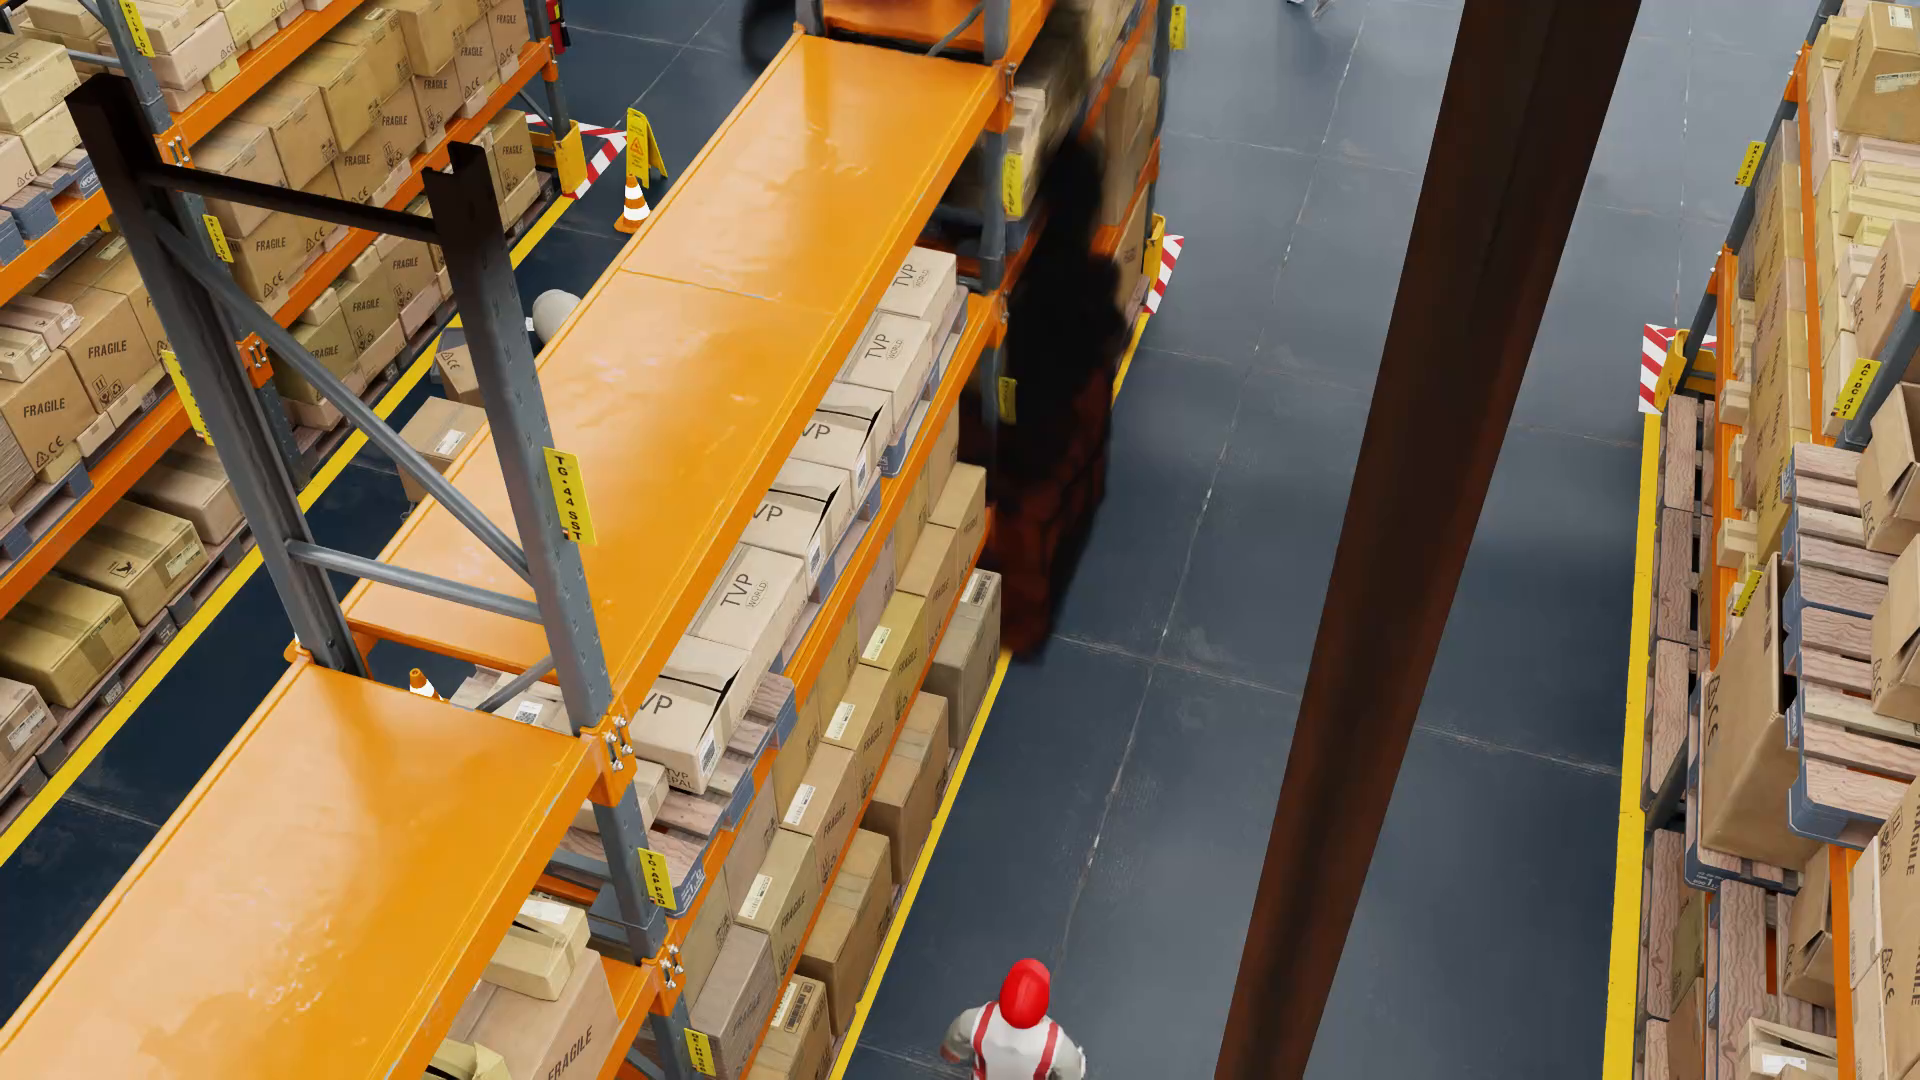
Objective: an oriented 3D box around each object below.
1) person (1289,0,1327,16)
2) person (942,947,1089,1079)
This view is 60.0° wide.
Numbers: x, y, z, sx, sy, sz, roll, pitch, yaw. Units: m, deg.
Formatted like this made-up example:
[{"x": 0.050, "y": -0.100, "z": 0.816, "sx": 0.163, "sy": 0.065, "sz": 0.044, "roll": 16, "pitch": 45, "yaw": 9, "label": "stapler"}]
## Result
[{"x": 3.331, "y": -5.751, "z": 15.571, "sx": 0.675, "sy": 1.687, "sz": 0.821, "roll": -25, "pitch": 51, "yaw": -22, "label": "person"}, {"x": 0.264, "y": 2.348, "z": 7.331, "sx": 0.636, "sy": 1.735, "sz": 0.555, "roll": 15, "pitch": 48, "yaw": 14, "label": "person"}]
